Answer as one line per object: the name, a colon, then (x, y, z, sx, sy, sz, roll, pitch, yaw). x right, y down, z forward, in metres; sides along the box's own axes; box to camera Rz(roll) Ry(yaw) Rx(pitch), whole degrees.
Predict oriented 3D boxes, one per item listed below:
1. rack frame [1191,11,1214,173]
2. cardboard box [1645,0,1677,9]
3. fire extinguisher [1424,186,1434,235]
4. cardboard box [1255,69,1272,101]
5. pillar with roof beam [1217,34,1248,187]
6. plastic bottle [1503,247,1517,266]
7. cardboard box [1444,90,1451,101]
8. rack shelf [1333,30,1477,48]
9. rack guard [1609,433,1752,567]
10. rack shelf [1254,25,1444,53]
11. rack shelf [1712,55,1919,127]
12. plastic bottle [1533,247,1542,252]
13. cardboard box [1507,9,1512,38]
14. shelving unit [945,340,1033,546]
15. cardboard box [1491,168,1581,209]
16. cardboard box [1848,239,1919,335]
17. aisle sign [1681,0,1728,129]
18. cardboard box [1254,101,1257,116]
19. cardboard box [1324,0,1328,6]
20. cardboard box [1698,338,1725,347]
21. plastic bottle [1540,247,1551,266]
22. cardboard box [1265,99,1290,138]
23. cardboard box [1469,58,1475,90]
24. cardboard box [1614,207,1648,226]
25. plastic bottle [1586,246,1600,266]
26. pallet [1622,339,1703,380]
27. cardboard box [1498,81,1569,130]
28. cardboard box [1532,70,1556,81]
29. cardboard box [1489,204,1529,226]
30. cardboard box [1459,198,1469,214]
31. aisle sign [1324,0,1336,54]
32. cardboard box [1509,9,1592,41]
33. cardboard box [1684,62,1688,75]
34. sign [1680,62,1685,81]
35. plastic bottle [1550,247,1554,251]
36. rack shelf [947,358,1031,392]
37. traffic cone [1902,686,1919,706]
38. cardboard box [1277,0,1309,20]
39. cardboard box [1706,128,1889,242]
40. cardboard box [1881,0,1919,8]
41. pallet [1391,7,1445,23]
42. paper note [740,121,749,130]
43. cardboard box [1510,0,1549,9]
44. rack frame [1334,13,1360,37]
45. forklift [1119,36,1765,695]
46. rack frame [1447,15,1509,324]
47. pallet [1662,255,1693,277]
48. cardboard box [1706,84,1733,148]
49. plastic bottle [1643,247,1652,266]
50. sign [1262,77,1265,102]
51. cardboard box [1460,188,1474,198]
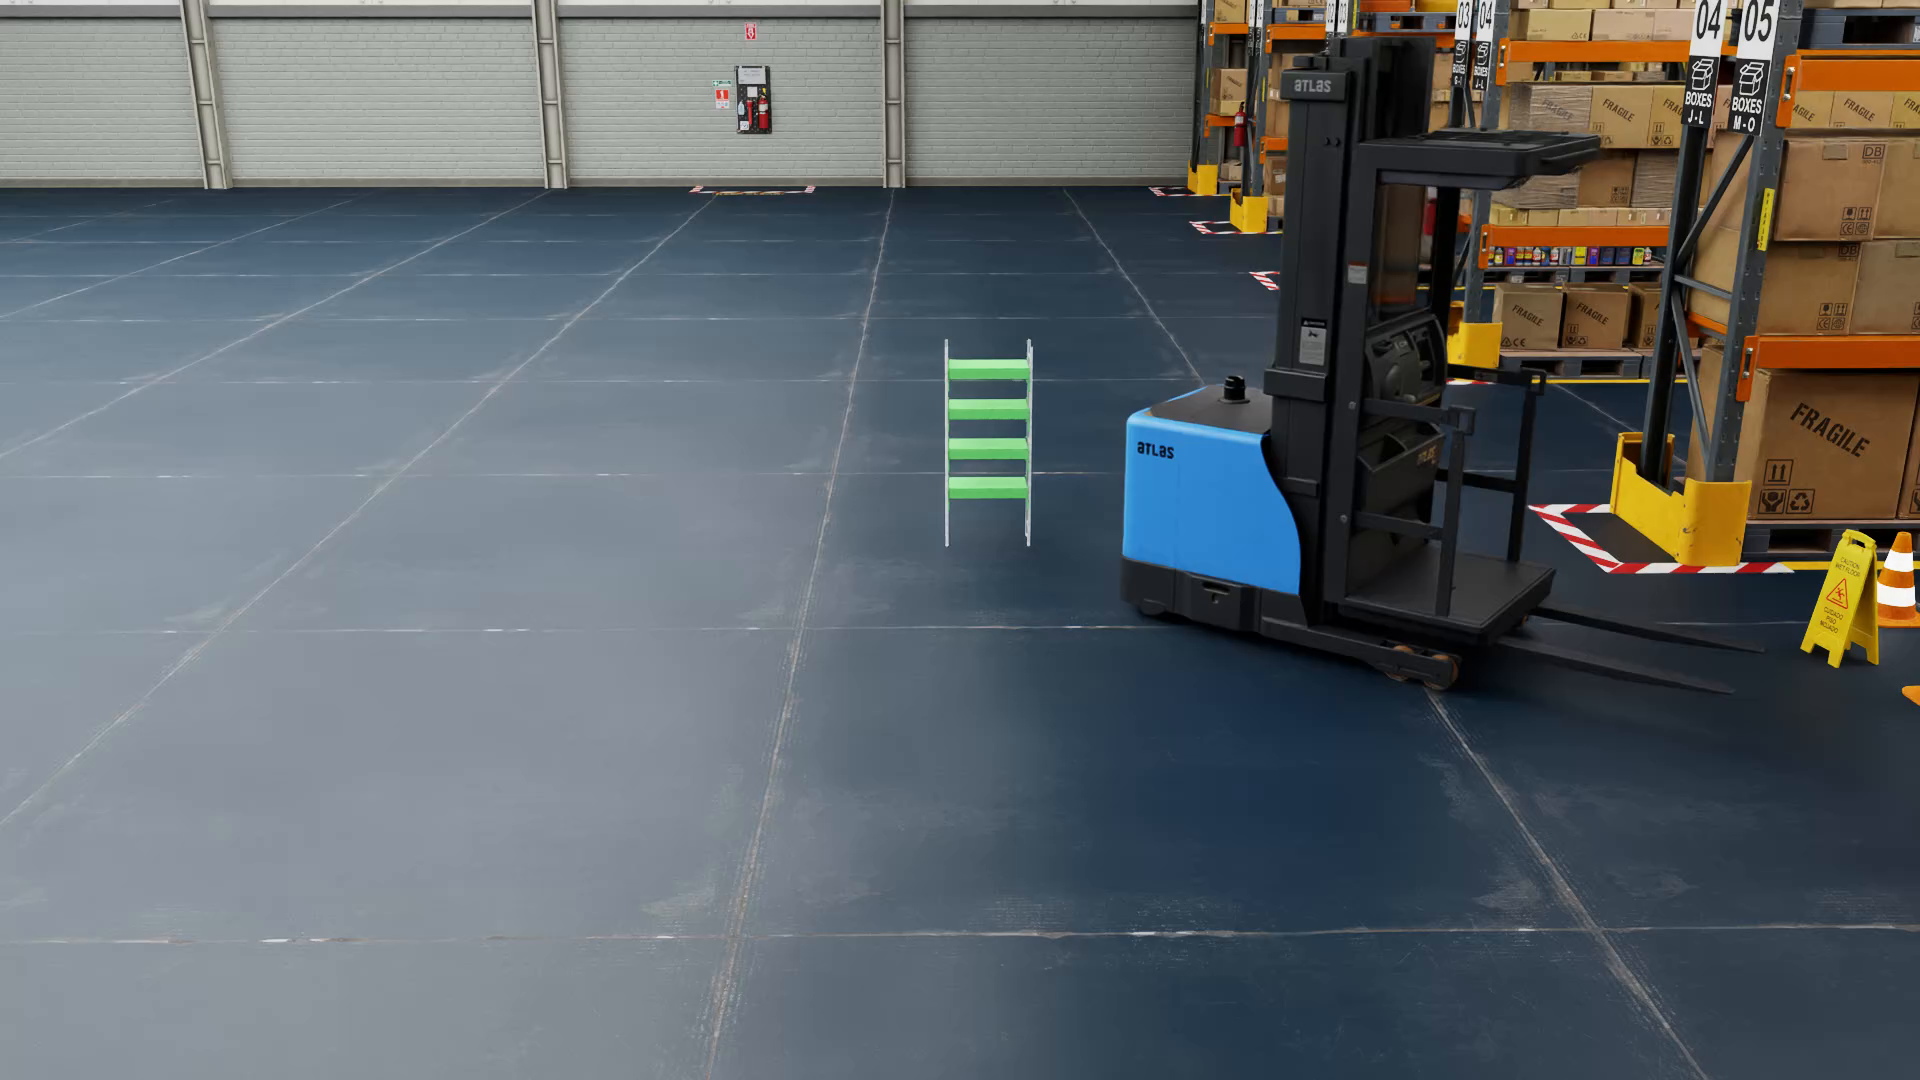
rack frame: (4.143, -7.508, 28.540, 0.127, 3.000, 1.000, 0, 18, -1)
cardboard box: (5.684, -4.436, 13.649, 0.250, 0.149, 0.380, 0, 18, -1)
fire extinguisher: (4.255, -3.072, 14.841, 0.183, 0.674, 0.296, 0, 18, -1)
cardboard box: (5.119, -7.713, 28.164, 0.500, 0.500, 0.500, 0, 18, -1)
pillar with roof beam: (4.897, -9.317, 24.359, 0.400, 9.000, 9.100, 0, 18, -1)
plastic bottle: (6.343, -3.307, 19.172, 0.133, 0.283, 0.061, 0, 18, 0)
cardboard box: (6.938, -6.299, 23.548, 0.250, 0.149, 0.380, 0, 18, -1)
rack shelf: (6.299, -5.577, 18.790, 4.000, 0.370, 1.077, 0, 18, -1)
rack guard: (4.330, -0.263, 10.050, 0.348, 0.500, 1.175, 0, 18, -1)
rack shelf: (6.224, -7.090, 23.506, 4.000, 0.370, 1.077, 0, 18, -1)
rack shelf: (6.354, -2.549, 9.350, 4.000, 0.370, 1.077, 0, 18, -1)
plastic bottle: (6.898, -3.488, 19.750, 0.135, 0.276, 0.152, 0, 18, -1)
cardboard box: (4.855, -4.406, 14.206, 0.500, 0.250, 0.500, 0, 18, 0)
shelving unit: (0.166, -0.572, 9.867, 0.503, 1.200, 0.258, 0, 18, -1)
cardboard box: (4.927, -3.153, 14.314, 0.500, 0.500, 0.875, 0, 18, -1)
cardboard box: (5.274, -1.550, 9.723, 0.550, 0.550, 0.875, 0, 18, -1)
aisle sign: (4.279, -2.783, 9.556, 0.004, 0.787, 0.394, 0, 18, -1)
cardboard box: (5.154, -7.358, 28.286, 0.500, 0.250, 0.500, -1, 18, -3)
cardboard box: (5.372, -7.704, 23.571, 0.500, 0.250, 0.500, 0, 18, -1)
cardboard box: (6.784, -1.976, 14.702, 0.500, 0.500, 0.500, -2, 18, -6)
plastic bottle: (6.762, -3.309, 19.198, 0.097, 0.271, 0.097, 0, 18, 0)
cardboard box: (4.691, -6.041, 23.803, 0.500, 0.500, 0.700, 0, 18, -1)
cardboard box: (7.275, -6.672, 23.649, 0.500, 0.500, 0.700, 0, 18, -1)
cardboard box: (5.666, -2.776, 14.203, 0.250, 0.149, 0.380, 0, 18, -1)
plastic bottle: (7.305, -3.311, 19.187, 0.133, 0.283, 0.061, 1, 18, 3)
pallet: (6.483, -1.640, 14.813, 1.213, 0.211, 1.003, 0, 18, -1)
cardboard box: (4.923, -3.712, 14.422, 0.500, 0.500, 0.500, 0, 18, -1)
cardboard box: (9.868, -7.789, 28.534, 0.500, 0.500, 0.700, 2, 18, 7)
cardboard box: (4.666, -2.778, 14.208, 0.250, 0.149, 0.380, 0, 18, -1)
cardboard box: (7.264, -4.836, 24.027, 0.500, 0.250, 0.500, 0, 18, -1)
aisle sign: (4.222, -5.810, 18.992, 0.004, 0.787, 0.394, 0, 18, -1)
cardboard box: (4.863, -4.249, 13.718, 0.500, 0.250, 0.500, 0, 18, 1)
cardboard box: (12.628, -8.026, 28.244, 0.500, 0.250, 0.500, 0, 18, 0)
sign: (12.160, -7.894, 27.979, 0.005, 0.325, 0.100, 0, 18, -1)
plastic bottle: (7.130, -3.551, 19.933, 0.133, 0.283, 0.061, 1, 18, 2)
rack shelf: (0.166, -0.968, 9.740, 0.480, 0.148, 0.258, 0, 18, -1)
traffic cone: (4.586, 0.532, 7.631, 0.334, 0.463, 0.336, 0, 18, -1)
cardboard box: (5.537, -8.914, 27.816, 0.500, 0.500, 0.500, 1, 18, 2)
cardboard box: (4.726, -2.029, 9.449, 0.550, 0.550, 0.875, 0, 18, -1)
cardboard box: (4.957, -2.915, 8.874, 0.250, 0.149, 0.380, 0, 18, 0)
pallet: (6.155, -7.383, 23.386, 1.213, 0.211, 1.003, 0, 18, -1)
paper note: (-3.820, -7.347, 29.481, 0.142, 0.148, 0.016, 0, 18, -1)
cardboard box: (4.656, -4.446, 13.680, 0.250, 0.149, 0.380, 0, 18, -1)
rack frame: (4.299, -4.482, 19.108, 0.127, 3.000, 1.000, 0, 18, -1)
forklift: (2.334, -0.871, 7.965, 3.031, 2.935, 1.130, 13, 22, 34)
rack frame: (4.377, -2.969, 14.392, 0.127, 3.000, 1.000, 0, 18, -1)
pallet: (9.083, -3.189, 19.643, 1.213, 0.211, 1.003, 0, 18, -1)
cardboard box: (6.431, -3.561, 13.951, 0.500, 0.500, 0.500, 0, 18, -1)
plastic bottle: (7.941, -3.281, 19.226, 0.097, 0.201, 0.097, 0, 18, 0)
sign: (4.227, -6.275, 23.151, 0.005, 0.325, 0.100, 0, 18, -1)
cardboard box: (7.264, -5.194, 23.914, 0.500, 0.500, 0.500, 0, 18, -1)
